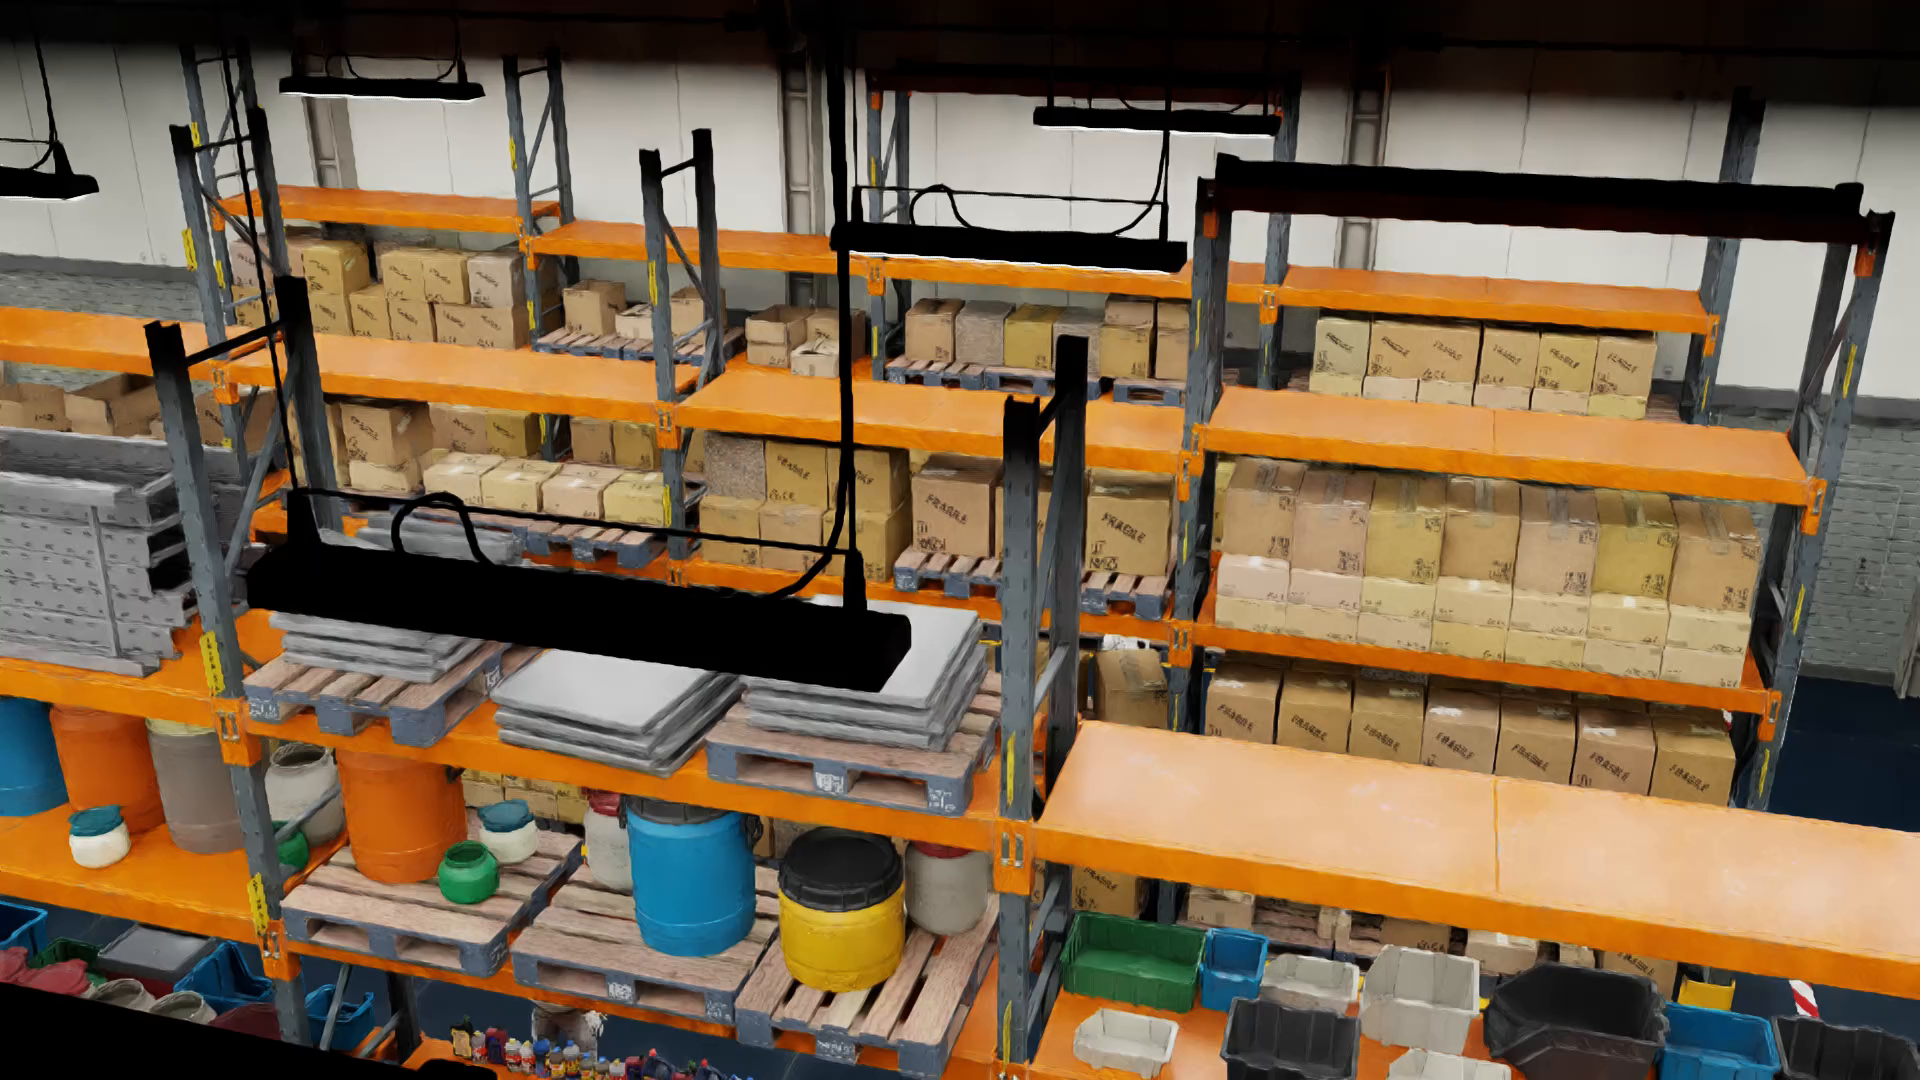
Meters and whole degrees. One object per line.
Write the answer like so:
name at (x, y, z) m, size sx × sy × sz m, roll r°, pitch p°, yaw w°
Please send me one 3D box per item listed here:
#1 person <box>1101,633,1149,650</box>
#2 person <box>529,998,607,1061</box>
person at (1.494, 1.350, 15.348) m, size 0.516 × 1.675 × 0.414 m, roll -5°, pitch 23°, yaw -11°
person at (-2.589, 3.047, 11.075) m, size 0.666 × 1.784 × 0.588 m, roll 17°, pitch 28°, yaw 35°
